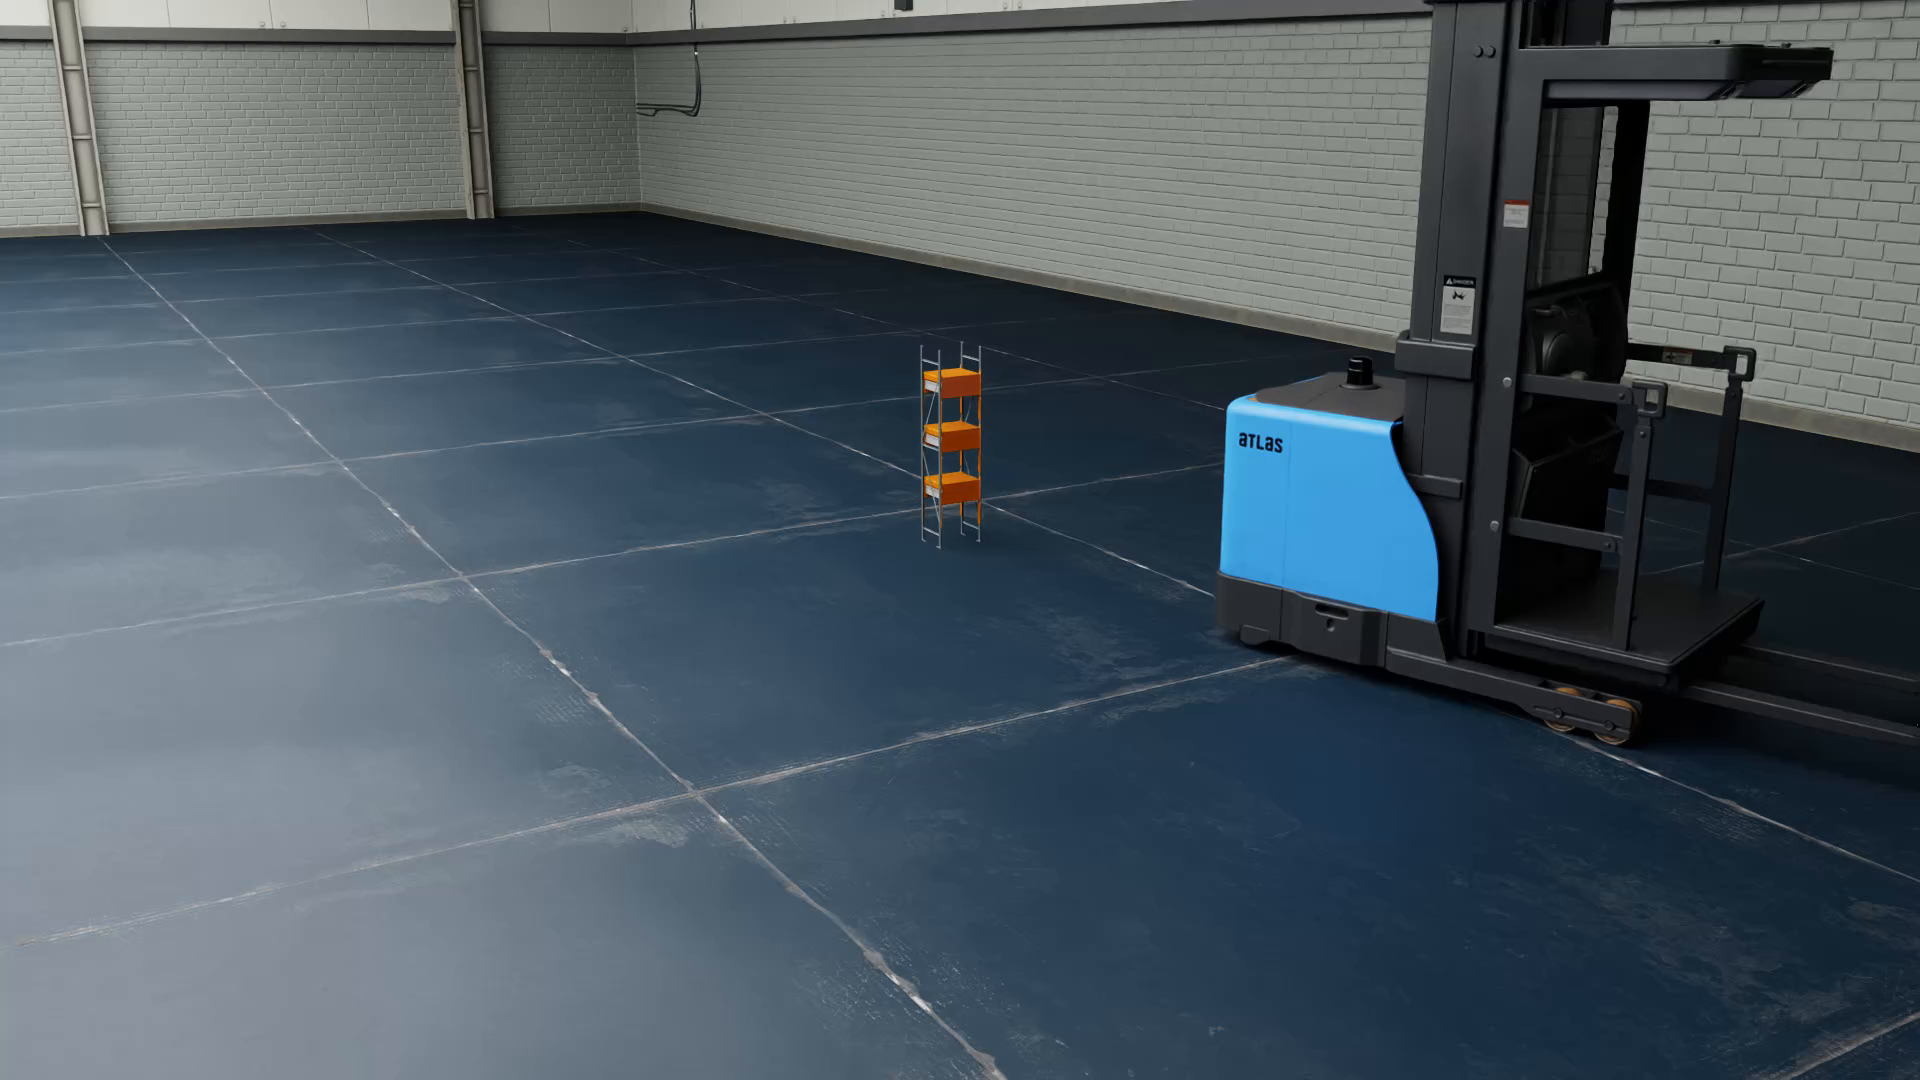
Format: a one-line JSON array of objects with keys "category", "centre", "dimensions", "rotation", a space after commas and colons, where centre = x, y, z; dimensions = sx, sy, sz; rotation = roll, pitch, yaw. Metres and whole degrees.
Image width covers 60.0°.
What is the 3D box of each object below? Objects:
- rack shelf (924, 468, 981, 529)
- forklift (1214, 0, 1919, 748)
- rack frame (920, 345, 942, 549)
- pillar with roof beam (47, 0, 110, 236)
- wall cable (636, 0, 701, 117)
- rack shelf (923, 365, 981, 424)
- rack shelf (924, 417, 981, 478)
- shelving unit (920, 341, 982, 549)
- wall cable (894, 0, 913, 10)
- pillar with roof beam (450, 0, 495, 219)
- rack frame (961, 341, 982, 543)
[{"category": "rack shelf", "centre": [-0.046, -0.220, 8.819], "dimensions": [0.240, 0.259, 0.215], "rotation": [-9, 18, -30]}, {"category": "forklift", "centre": [2.562, -0.809, 6.366], "dimensions": [3.031, 2.935, 1.130], "rotation": [13, 20, 39]}, {"category": "rack frame", "centre": [-0.150, -0.481, 8.681], "dimensions": [0.008, 1.050, 0.200], "rotation": [-9, 18, -30]}, {"category": "pillar with roof beam", "centre": [-11.231, -8.085, 21.080], "dimensions": [0.400, 9.000, 9.100], "rotation": [-9, 18, -30]}, {"category": "wall cable", "centre": [-5.099, -8.523, 28.397], "dimensions": [0.112, 2.526, 3.097], "rotation": [-9, 18, -30]}, {"category": "rack shelf", "centre": [-0.046, -0.761, 8.668], "dimensions": [0.240, 0.259, 0.215], "rotation": [-9, 18, -30]}, {"category": "rack shelf", "centre": [-0.046, -0.488, 8.744], "dimensions": [0.240, 0.259, 0.215], "rotation": [-9, 18, -30]}, {"category": "shelving unit", "centre": [-0.046, -0.498, 8.742], "dimensions": [0.252, 1.050, 0.215], "rotation": [-9, 18, -30]}, {"category": "wall cable", "centre": [-0.223, -9.457, 19.675], "dimensions": [0.169, 6.003, 2.305], "rotation": [-9, 18, -30]}, {"category": "pillar with roof beam", "centre": [-6.088, -8.919, 24.055], "dimensions": [0.400, 9.000, 9.100], "rotation": [-9, 18, -30]}, {"category": "rack frame", "centre": [0.059, -0.515, 8.802], "dimensions": [0.008, 1.050, 0.200], "rotation": [-9, 18, -30]}]
